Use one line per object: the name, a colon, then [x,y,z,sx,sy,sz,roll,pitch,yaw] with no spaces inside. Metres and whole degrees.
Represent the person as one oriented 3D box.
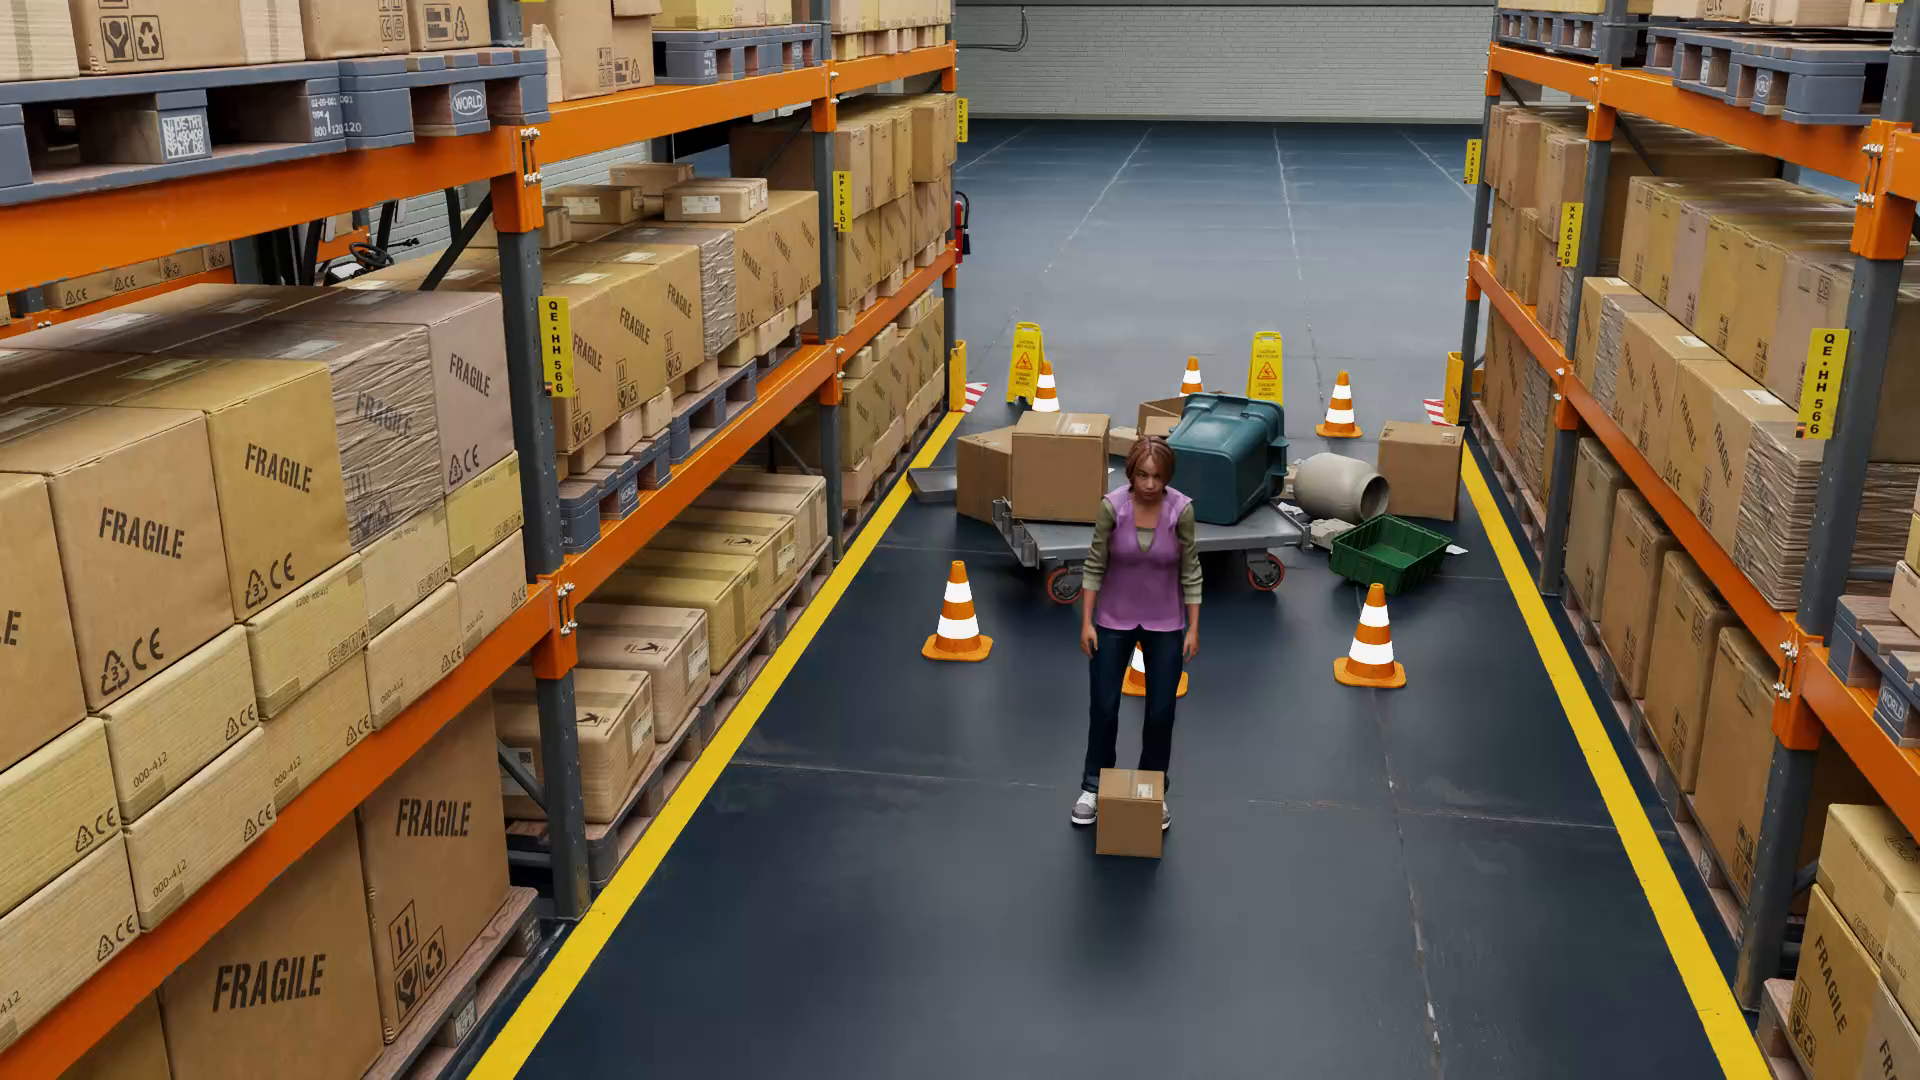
person: [0.698,0.358,6.500,0.483,1.582,0.340,2,18,6]
